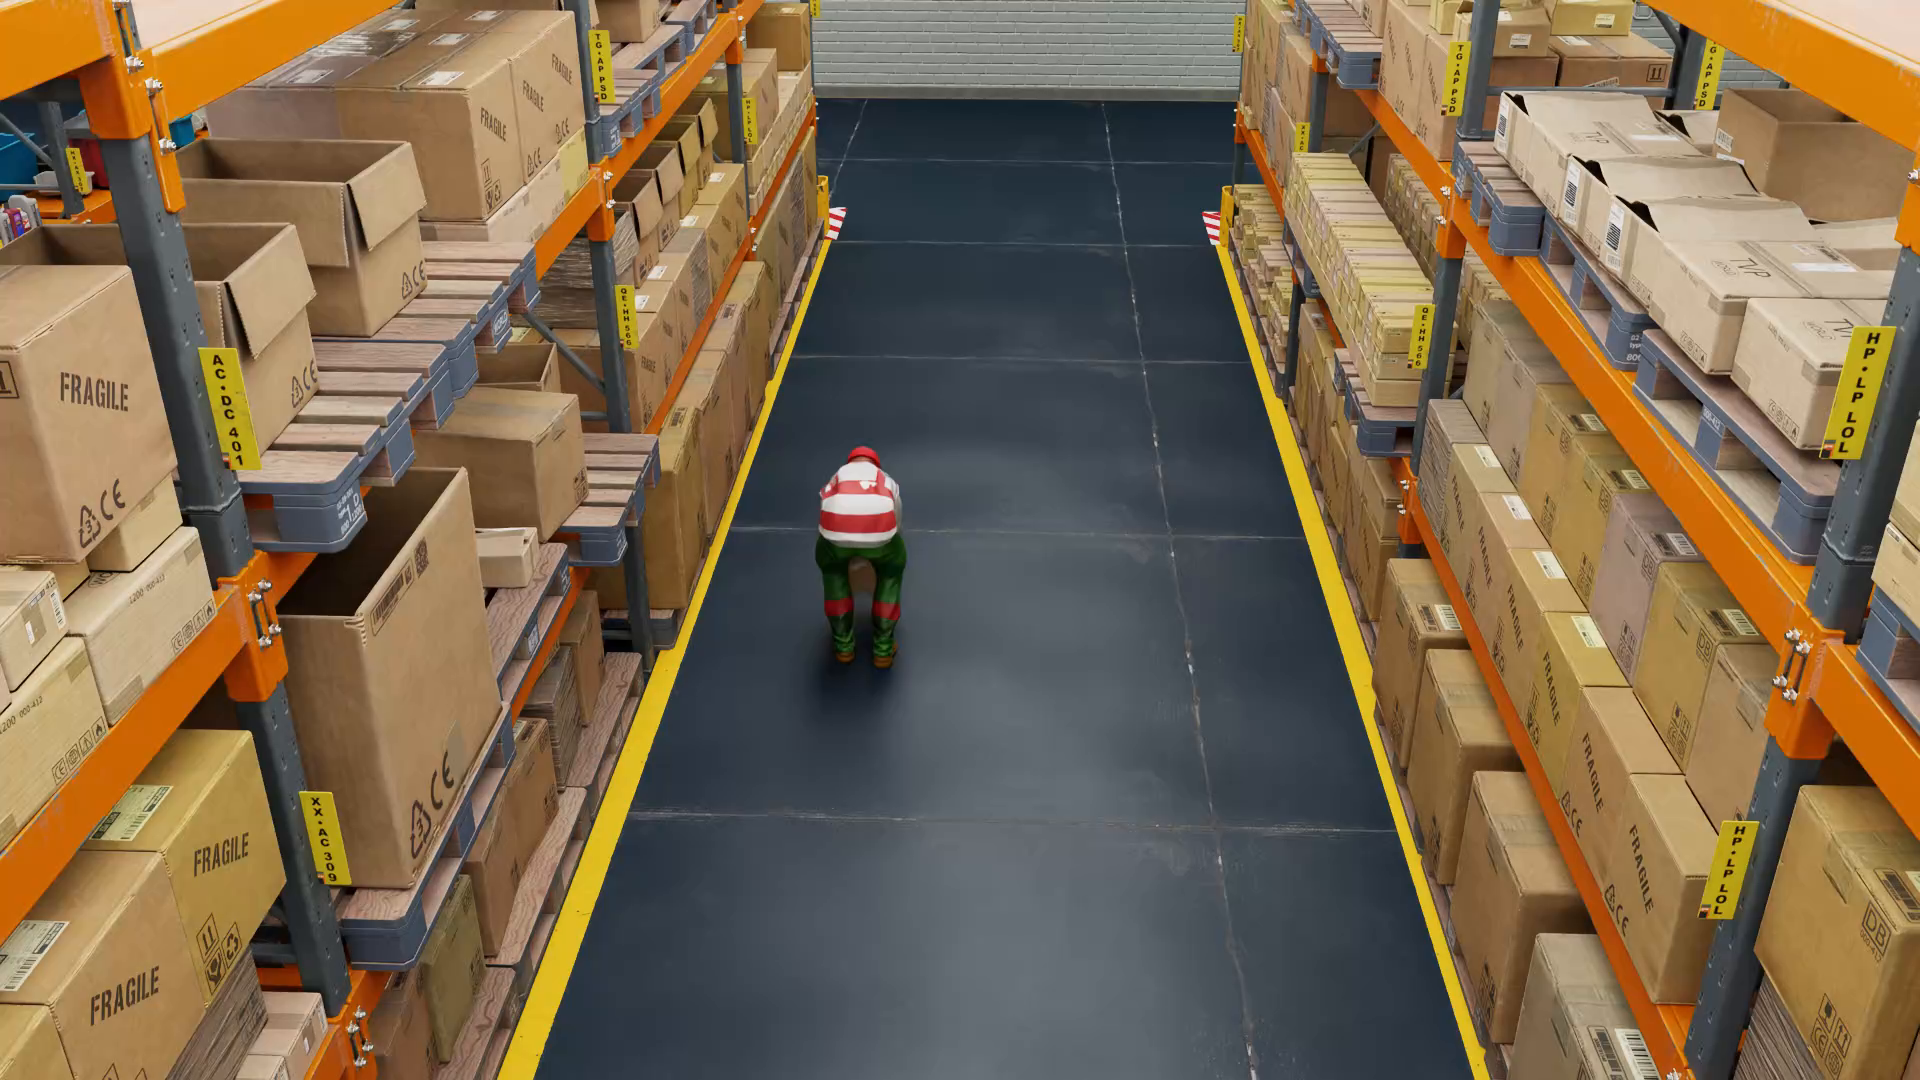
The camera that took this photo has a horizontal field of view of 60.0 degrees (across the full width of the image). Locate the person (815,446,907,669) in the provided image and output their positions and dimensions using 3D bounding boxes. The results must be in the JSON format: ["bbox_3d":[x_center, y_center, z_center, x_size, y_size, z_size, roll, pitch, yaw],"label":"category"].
[{"bbox_3d":[-0.542,0.065,9.223,0.499,1.083,0.965,0,28,-1],"label":"person"}]
